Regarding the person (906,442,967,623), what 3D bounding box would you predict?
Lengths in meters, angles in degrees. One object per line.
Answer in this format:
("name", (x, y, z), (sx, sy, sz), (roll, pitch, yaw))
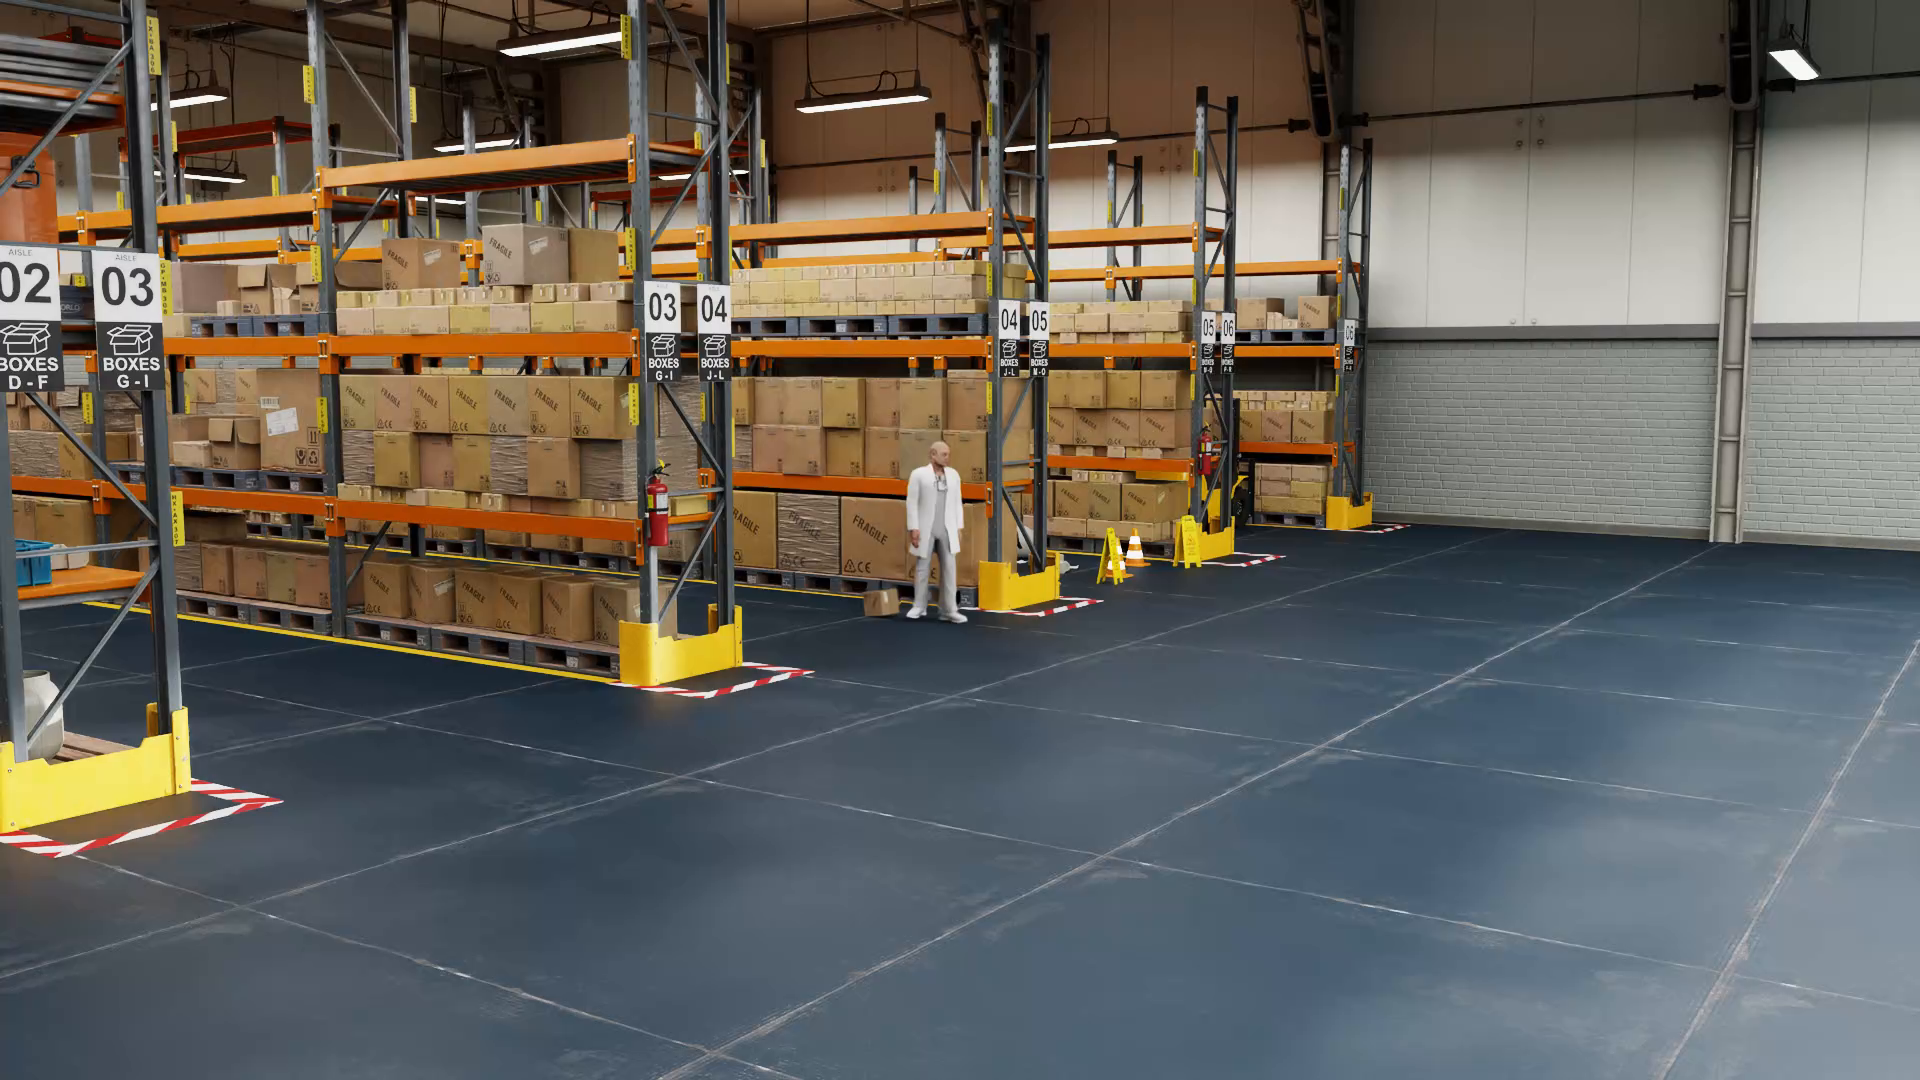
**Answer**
("person", (-0.238, -0.082, 16.432), (0.599, 1.781, 0.606), (-2, 6, -17))
